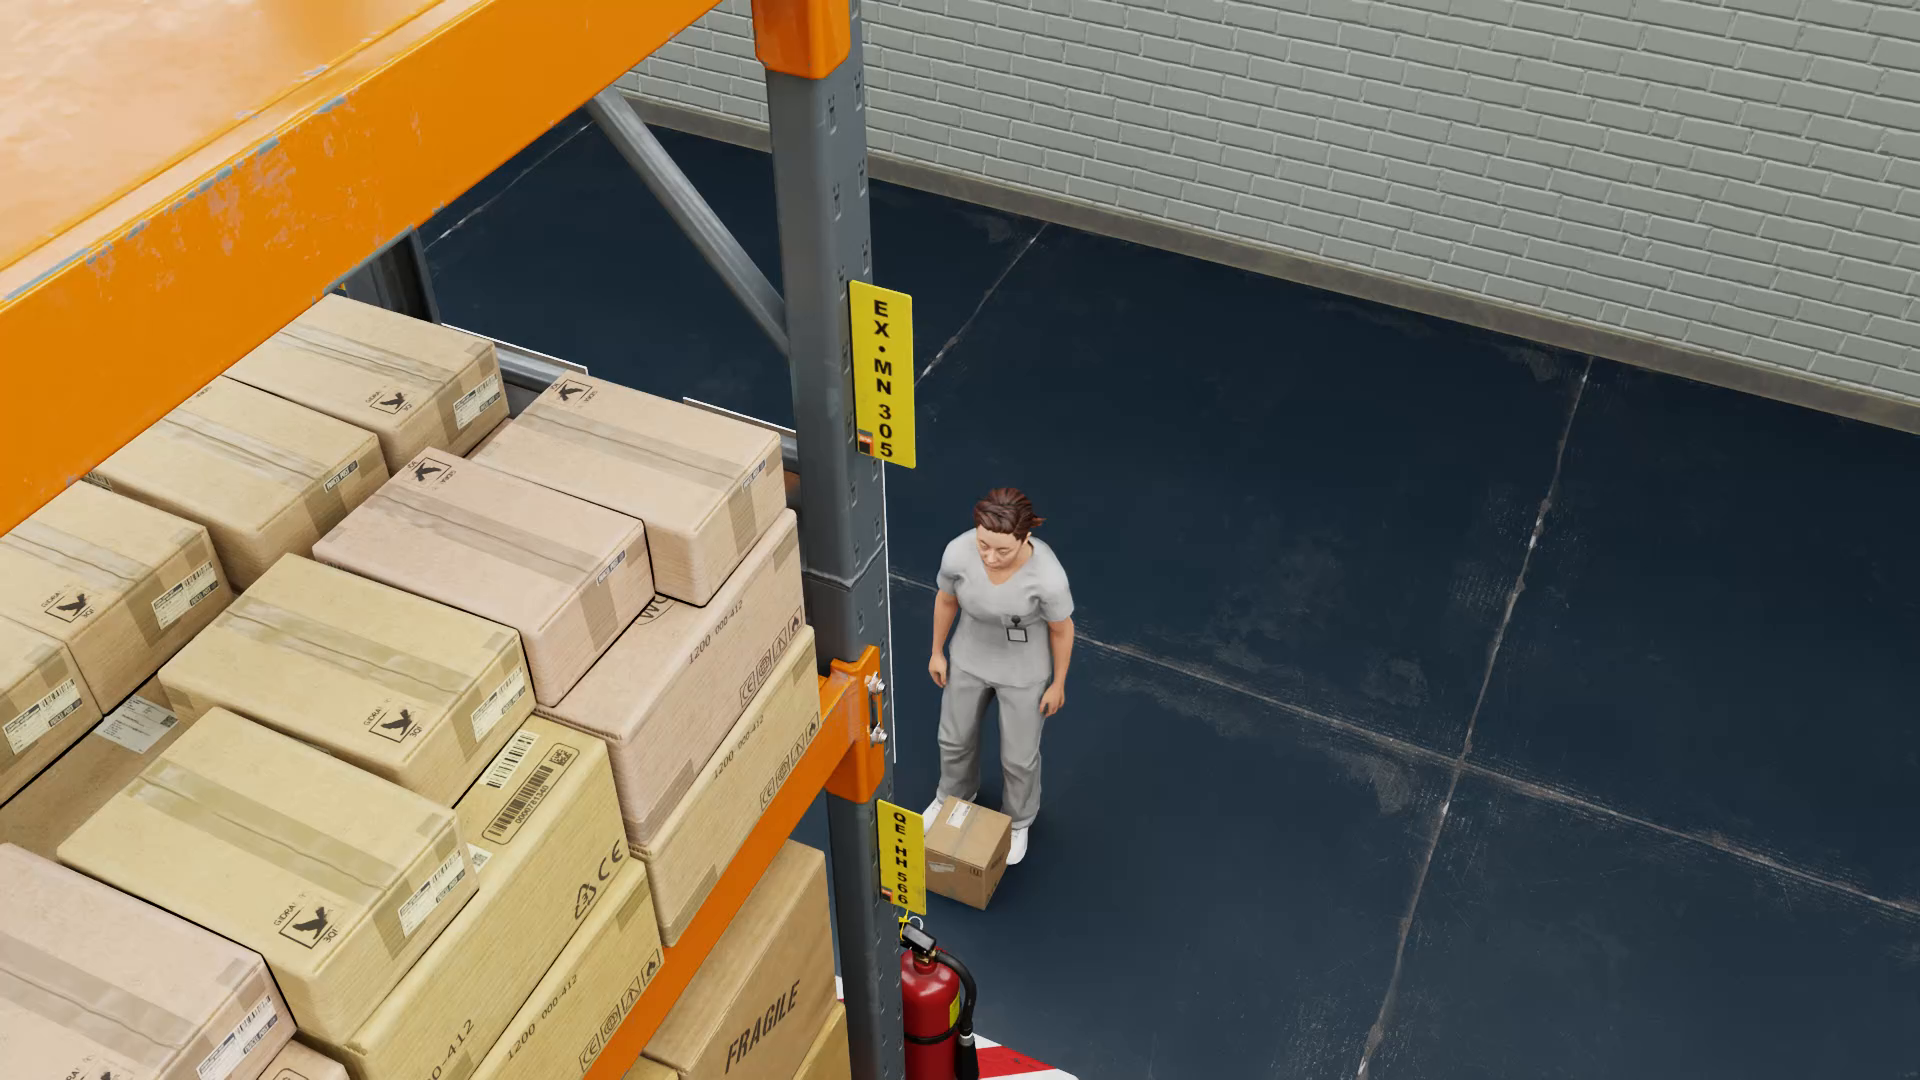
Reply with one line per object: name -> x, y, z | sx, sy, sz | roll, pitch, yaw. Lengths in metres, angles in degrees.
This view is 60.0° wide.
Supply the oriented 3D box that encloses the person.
person -> 0.123, 0.443, 5.673 | 0.513, 1.671, 0.361 | 15, 44, 16
